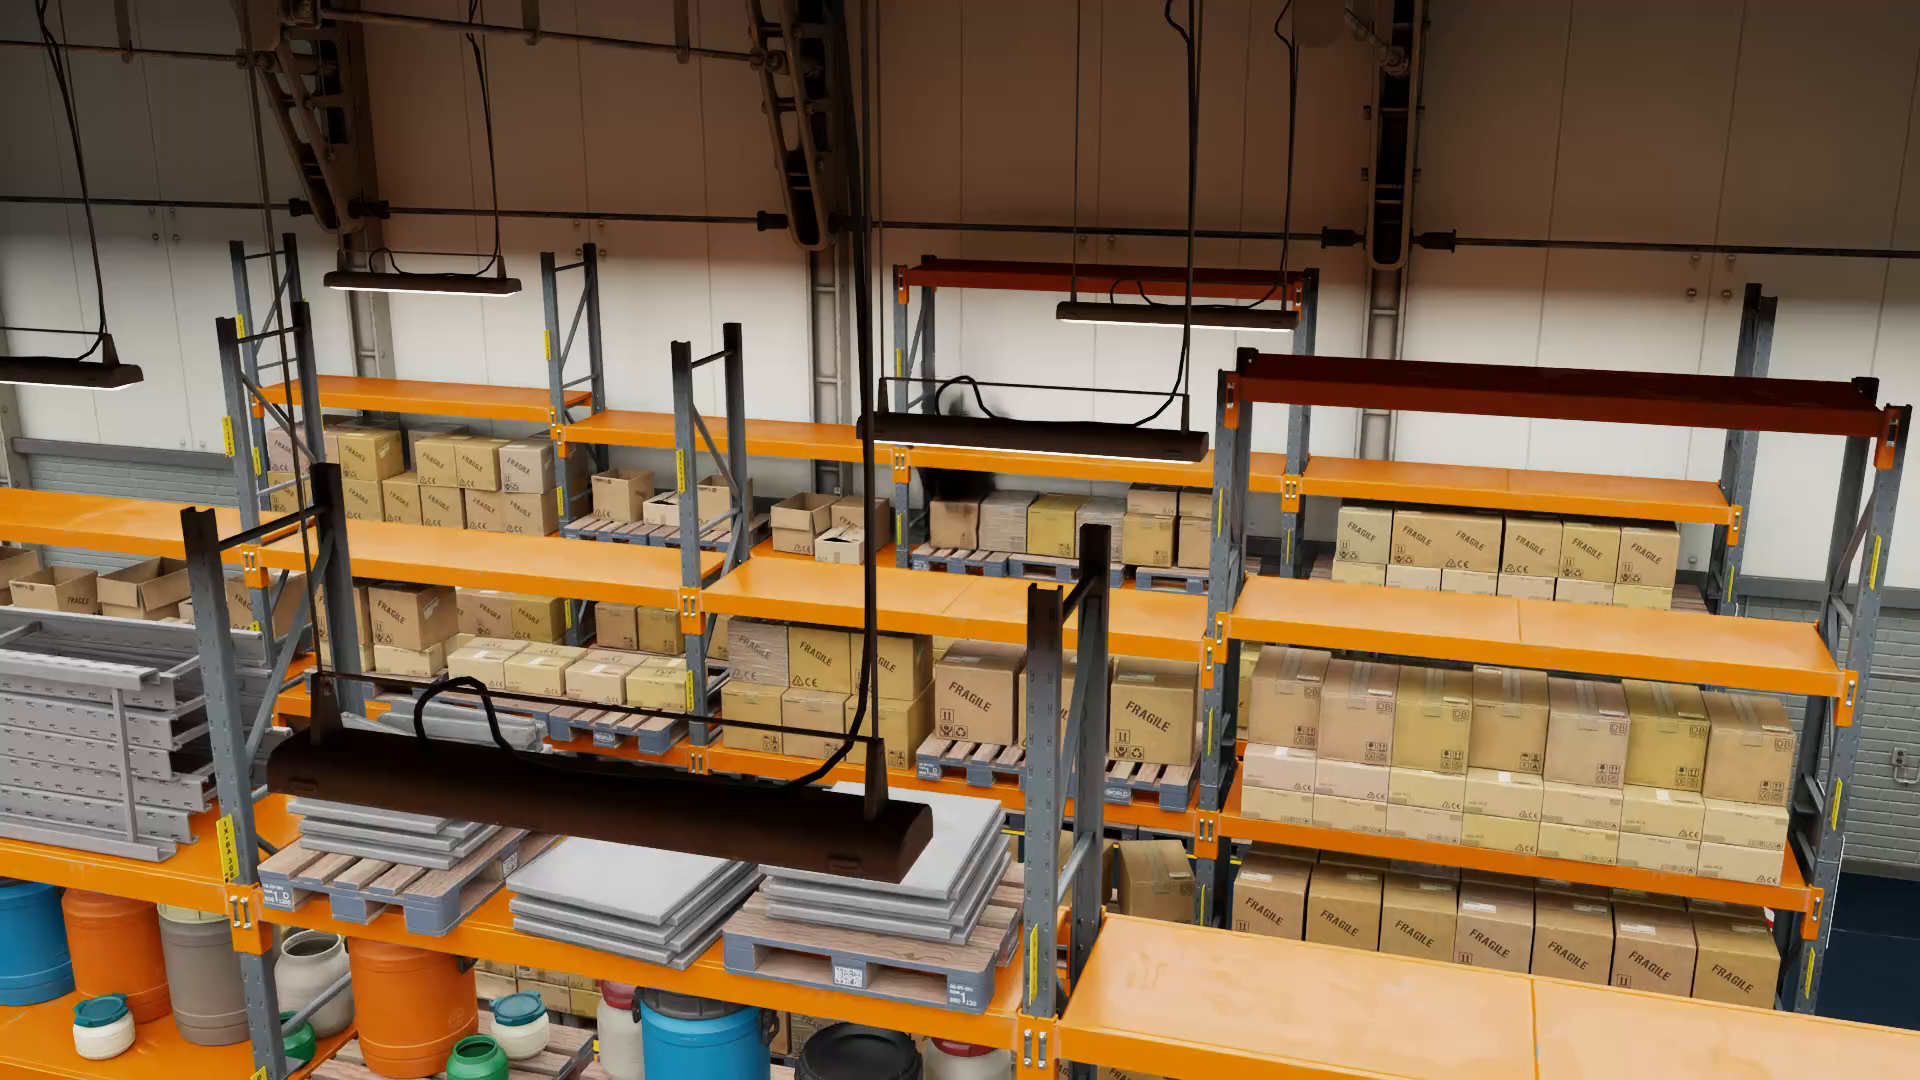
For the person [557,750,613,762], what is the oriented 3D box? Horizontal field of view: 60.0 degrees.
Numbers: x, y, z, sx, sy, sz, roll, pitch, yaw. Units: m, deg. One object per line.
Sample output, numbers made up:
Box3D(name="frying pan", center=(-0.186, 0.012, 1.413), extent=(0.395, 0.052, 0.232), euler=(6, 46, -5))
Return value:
Box3D(name="person", center=(-3.656, 2.479, 16.028), extent=(0.808, 1.775, 0.647), euler=(4, 17, 14))
